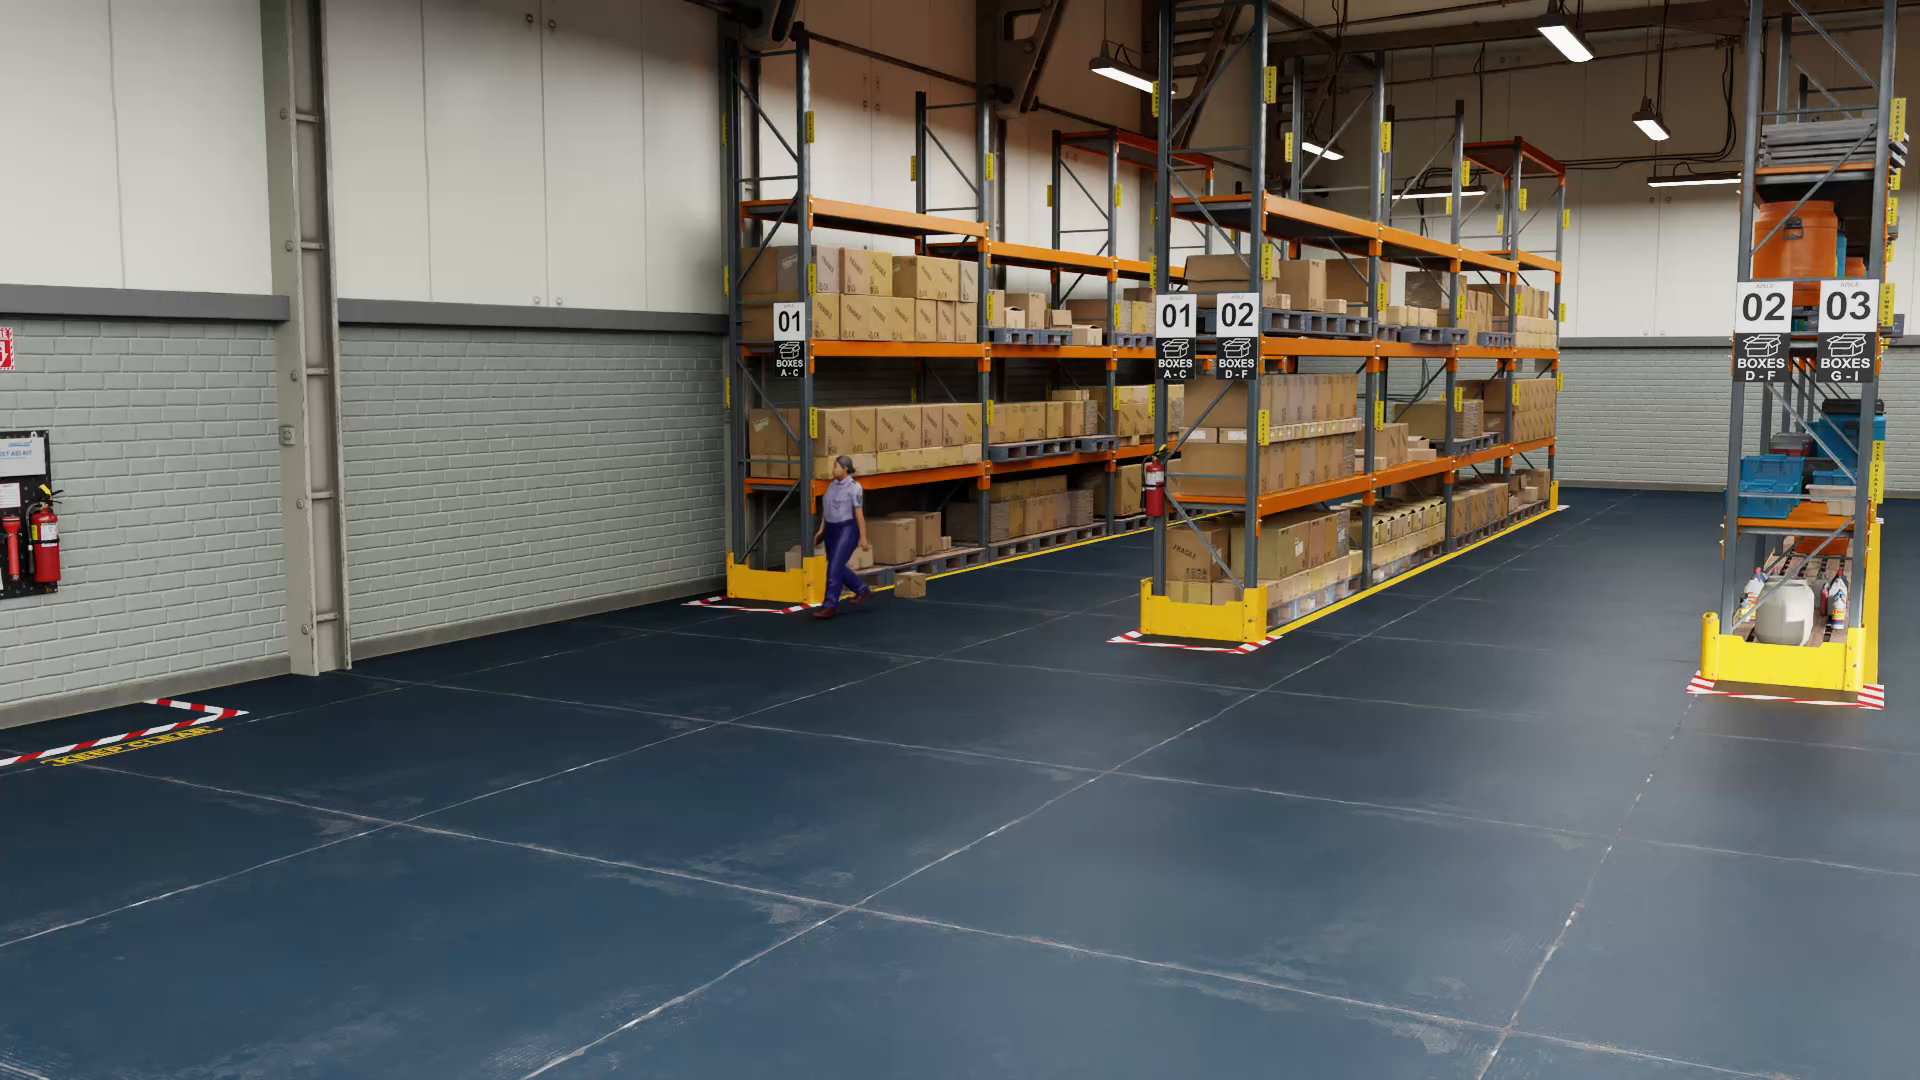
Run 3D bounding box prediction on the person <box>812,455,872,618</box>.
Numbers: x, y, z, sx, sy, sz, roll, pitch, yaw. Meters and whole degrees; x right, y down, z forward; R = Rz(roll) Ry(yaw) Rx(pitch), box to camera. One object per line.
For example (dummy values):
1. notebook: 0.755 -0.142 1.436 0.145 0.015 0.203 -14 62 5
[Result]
1. person: -1.208 -0.058 16.898 0.899 1.608 0.529 -6 8 -43
